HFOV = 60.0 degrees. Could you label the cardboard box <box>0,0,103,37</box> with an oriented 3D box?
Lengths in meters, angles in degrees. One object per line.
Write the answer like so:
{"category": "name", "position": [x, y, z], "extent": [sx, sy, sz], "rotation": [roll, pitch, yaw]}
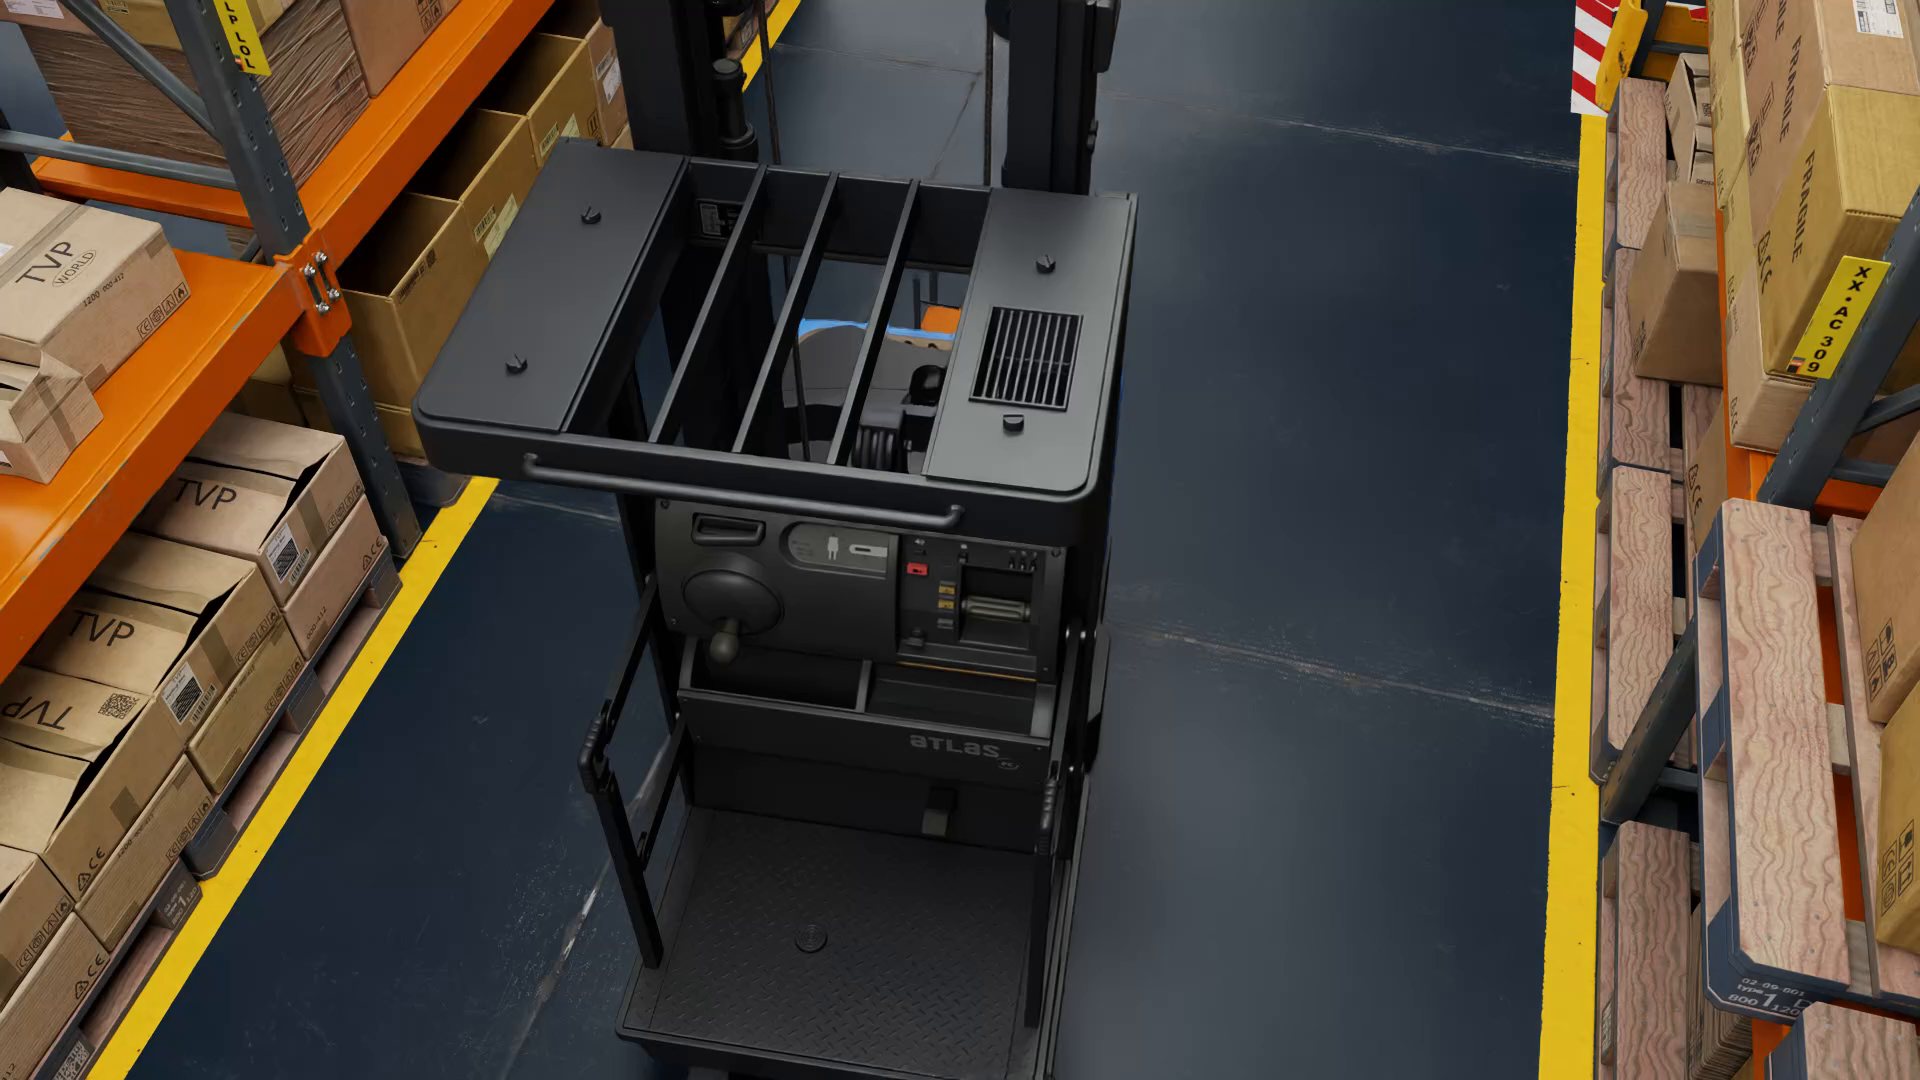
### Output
{"category": "cardboard box", "position": [-2.493, -1.550, 4.618], "extent": [0.380, 0.149, 0.250], "rotation": [12, 50, 10]}

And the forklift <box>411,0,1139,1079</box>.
{"category": "forklift", "position": [-0.262, 0.219, 3.602], "extent": [1.130, 2.935, 3.031], "rotation": [7, 49, 6]}

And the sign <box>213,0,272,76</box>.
{"category": "sign", "position": [-1.832, -1.320, 4.195], "extent": [0.100, 0.325, 0.005], "rotation": [12, 50, 10]}

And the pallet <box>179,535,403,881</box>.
{"category": "pallet", "position": [-2.514, 0.400, 5.256], "extent": [1.003, 0.211, 1.213], "rotation": [12, 50, 10]}

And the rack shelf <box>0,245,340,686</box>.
{"category": "rack shelf", "position": [-2.884, 0.622, 3.681], "extent": [1.077, 0.370, 4.000], "rotation": [12, 50, 10]}

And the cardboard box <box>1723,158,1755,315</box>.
{"category": "cardboard box", "position": [2.394, -0.806, 4.548], "extent": [0.500, 0.250, 0.500], "rotation": [12, 50, 10]}

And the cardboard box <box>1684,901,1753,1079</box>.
{"category": "cardboard box", "position": [2.245, 1.129, 4.127], "extent": [0.700, 0.500, 0.500], "rotation": [13, 50, 11]}

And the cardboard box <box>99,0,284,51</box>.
{"category": "cardboard box", "position": [-2.100, -1.467, 4.545], "extent": [0.380, 0.149, 0.250], "rotation": [11, 50, 10]}

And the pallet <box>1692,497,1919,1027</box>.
{"category": "pallet", "position": [2.081, 0.499, 3.437], "extent": [1.003, 0.211, 1.213], "rotation": [12, 50, 10]}

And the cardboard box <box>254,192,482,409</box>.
{"category": "cardboard box", "position": [-1.934, -0.814, 5.521], "extent": [0.500, 0.500, 0.500], "rotation": [12, 50, 10]}

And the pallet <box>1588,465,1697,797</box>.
{"category": "pallet", "position": [2.565, 0.342, 5.308], "extent": [1.003, 0.211, 1.213], "rotation": [12, 50, 10]}

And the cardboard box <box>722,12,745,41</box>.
{"category": "cardboard box", "position": [-1.281, -2.375, 7.400], "extent": [0.500, 0.250, 0.500], "rotation": [12, 50, 10]}

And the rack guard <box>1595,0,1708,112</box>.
{"category": "rack guard", "position": [3.455, -2.099, 7.269], "extent": [1.175, 0.500, 0.348], "rotation": [12, 50, 10]}

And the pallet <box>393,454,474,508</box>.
{"category": "pallet", "position": [-2.108, -0.707, 6.233], "extent": [1.003, 0.211, 1.213], "rotation": [12, 50, 10]}

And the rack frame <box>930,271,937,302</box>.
{"category": "rack frame", "position": [0.026, -0.476, 5.369], "extent": [0.240, 1.200, 0.006], "rotation": [10, 50, 9]}

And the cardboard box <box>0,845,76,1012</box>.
{"category": "cardboard box", "position": [-2.588, 0.973, 4.071], "extent": [0.500, 0.311, 0.500], "rotation": [11, 49, 10]}

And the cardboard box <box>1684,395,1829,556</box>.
{"category": "cardboard box", "position": [2.657, -0.165, 5.269], "extent": [0.500, 0.500, 0.500], "rotation": [8, 49, 7]}

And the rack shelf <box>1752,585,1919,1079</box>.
{"category": "rack shelf", "position": [1.896, 1.596, 2.820], "extent": [1.077, 0.370, 4.000], "rotation": [12, 50, 10]}

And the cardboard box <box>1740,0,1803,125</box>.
{"category": "cardboard box", "position": [2.517, -1.421, 4.590], "extent": [0.500, 0.500, 0.500], "rotation": [10, 49, 9]}

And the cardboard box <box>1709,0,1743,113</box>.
{"category": "cardboard box", "position": [2.642, -1.537, 5.193], "extent": [0.500, 0.250, 0.500], "rotation": [12, 50, 10]}

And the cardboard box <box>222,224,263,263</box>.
{"category": "cardboard box", "position": [-2.304, -1.278, 5.931], "extent": [0.500, 0.500, 0.500], "rotation": [12, 50, 10]}

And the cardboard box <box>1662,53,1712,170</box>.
{"category": "cardboard box", "position": [3.206, -1.755, 6.798], "extent": [0.500, 0.311, 0.500], "rotation": [7, 49, 6]}

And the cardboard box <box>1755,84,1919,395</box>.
{"category": "cardboard box", "position": [2.248, -0.696, 3.950], "extent": [0.500, 0.500, 0.500], "rotation": [11, 50, 10]}

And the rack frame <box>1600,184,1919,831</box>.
{"category": "rack frame", "position": [2.422, -0.088, 3.827], "extent": [1.000, 3.000, 0.127], "rotation": [12, 50, 10]}

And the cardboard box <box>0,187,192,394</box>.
{"category": "cardboard box", "position": [-2.445, -0.649, 4.422], "extent": [0.500, 0.250, 0.500], "rotation": [14, 50, 12]}

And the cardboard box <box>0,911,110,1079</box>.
{"category": "cardboard box", "position": [-2.592, 1.168, 4.272], "extent": [0.500, 0.250, 0.500], "rotation": [12, 50, 11]}

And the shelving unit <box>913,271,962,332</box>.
{"category": "shelving unit", "position": [0.004, -0.409, 5.311], "extent": [0.258, 1.200, 0.189], "rotation": [10, 50, 9]}

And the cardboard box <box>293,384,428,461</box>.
{"category": "cardboard box", "position": [-1.943, -0.568, 5.804], "extent": [0.500, 0.250, 0.500], "rotation": [12, 50, 10]}

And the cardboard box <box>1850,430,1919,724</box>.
{"category": "cardboard box", "position": [2.255, 0.094, 3.306], "extent": [0.700, 0.500, 0.500], "rotation": [12, 50, 10]}

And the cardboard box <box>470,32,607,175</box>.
{"category": "cardboard box", "position": [-1.671, -1.537, 6.160], "extent": [0.500, 0.500, 0.500], "rotation": [12, 50, 10]}

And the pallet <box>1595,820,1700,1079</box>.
{"category": "pallet", "position": [2.219, 1.398, 4.375], "extent": [1.003, 0.211, 1.213], "rotation": [12, 50, 10]}

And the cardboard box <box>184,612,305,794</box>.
{"category": "cardboard box", "position": [-2.322, 0.430, 4.923], "extent": [0.500, 0.250, 0.500], "rotation": [11, 49, 9]}

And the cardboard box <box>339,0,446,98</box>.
{"category": "cardboard box", "position": [-2.114, -1.801, 5.272], "extent": [0.700, 0.500, 0.500], "rotation": [11, 50, 10]}

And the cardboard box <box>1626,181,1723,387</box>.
{"category": "cardboard box", "position": [2.815, -0.884, 5.903], "extent": [0.700, 0.500, 0.500], "rotation": [9, 49, 8]}

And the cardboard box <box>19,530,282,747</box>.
{"category": "cardboard box", "position": [-2.319, 0.249, 4.709], "extent": [0.500, 0.311, 0.500], "rotation": [13, 50, 11]}
